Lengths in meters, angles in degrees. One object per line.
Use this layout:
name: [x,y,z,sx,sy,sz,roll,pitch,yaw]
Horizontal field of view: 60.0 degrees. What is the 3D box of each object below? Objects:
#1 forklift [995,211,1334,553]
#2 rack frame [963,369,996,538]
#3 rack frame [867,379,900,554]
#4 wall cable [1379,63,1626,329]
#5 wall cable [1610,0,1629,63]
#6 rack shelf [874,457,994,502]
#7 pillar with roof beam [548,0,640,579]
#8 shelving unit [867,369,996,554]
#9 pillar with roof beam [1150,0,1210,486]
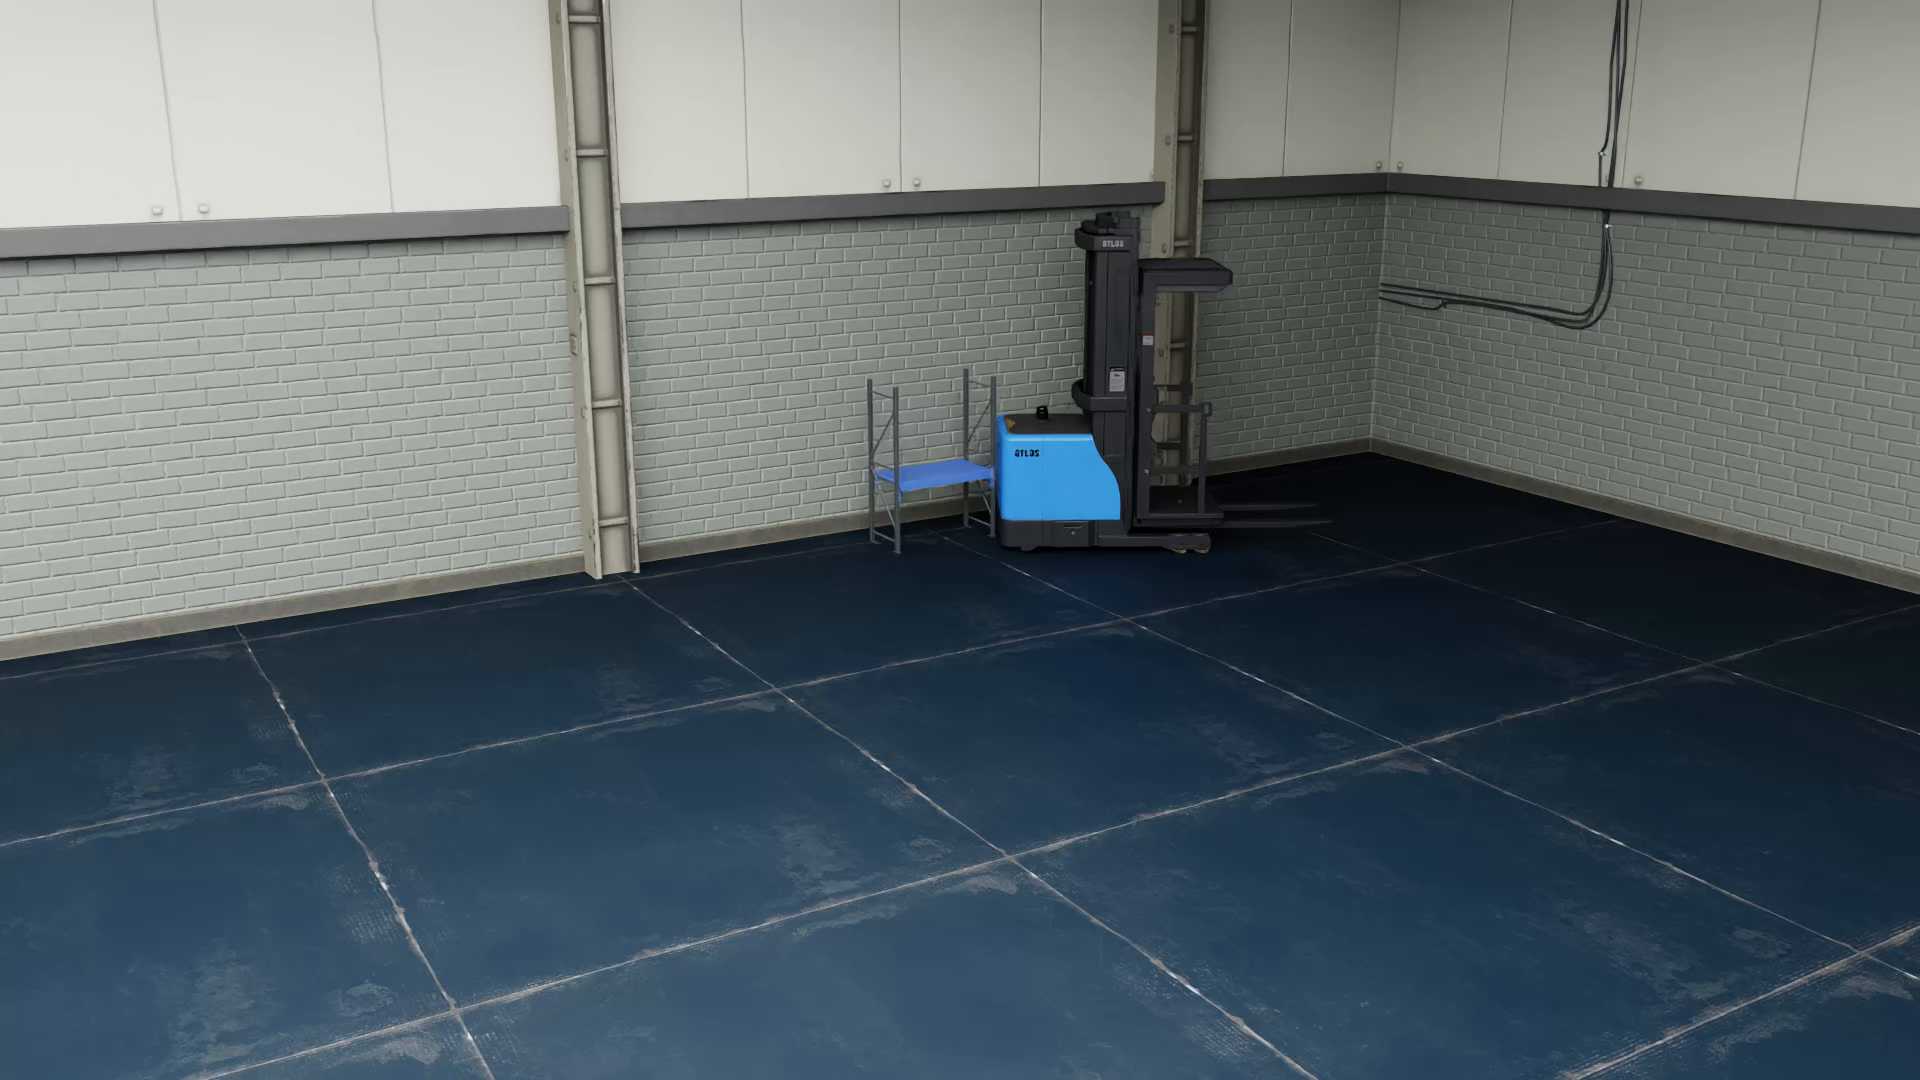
forklift: [1.855,-1.436,14.943,3.031,2.935,1.130,-1,16,-2]
rack frame: [0.180,-0.801,15.328,0.032,1.500,0.500,-10,18,-31]
rack frame: [-0.679,-0.654,14.803,0.032,1.500,0.500,-10,18,-31]
wall cable: [5.362,-3.506,16.838,0.112,2.526,3.097,-9,18,-30]
wall cable: [6.755,-5.312,13.924,0.112,2.526,3.097,-9,18,-30]
rack shelf: [-0.250,-0.554,15.114,1.000,0.185,0.538,-10,18,-31]
pillar with roof beam: [-0.771,-3.068,9.521,0.400,9.000,9.100,-9,18,-30]
shelving unit: [-0.250,-0.727,15.065,1.048,1.500,0.538,-10,18,-31]
pillar with roof beam: [4.373,-3.902,12.496,0.400,9.000,9.100,-9,18,-30]
